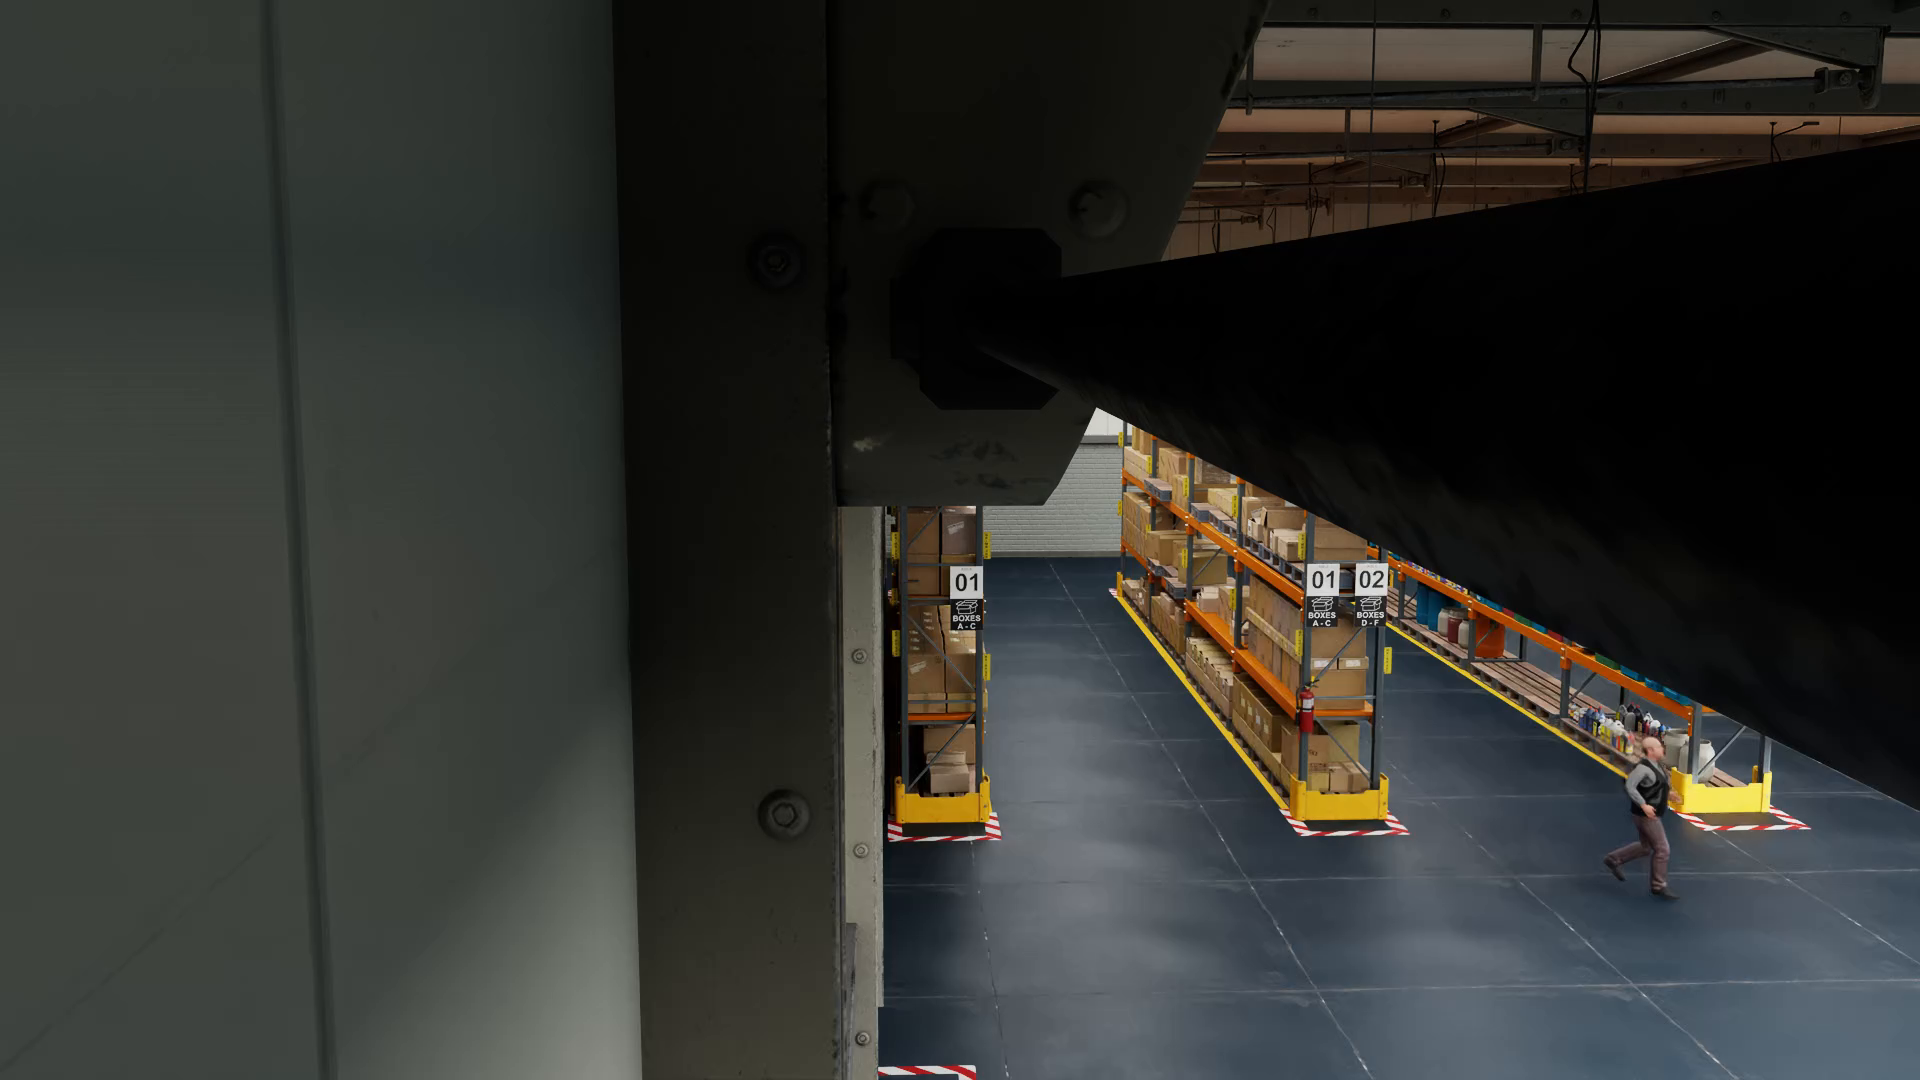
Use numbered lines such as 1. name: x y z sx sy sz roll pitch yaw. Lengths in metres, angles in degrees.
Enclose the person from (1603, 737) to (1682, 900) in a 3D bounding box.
1. person: 7.391 2.971 17.957 0.822 1.727 0.671 5 9 30
